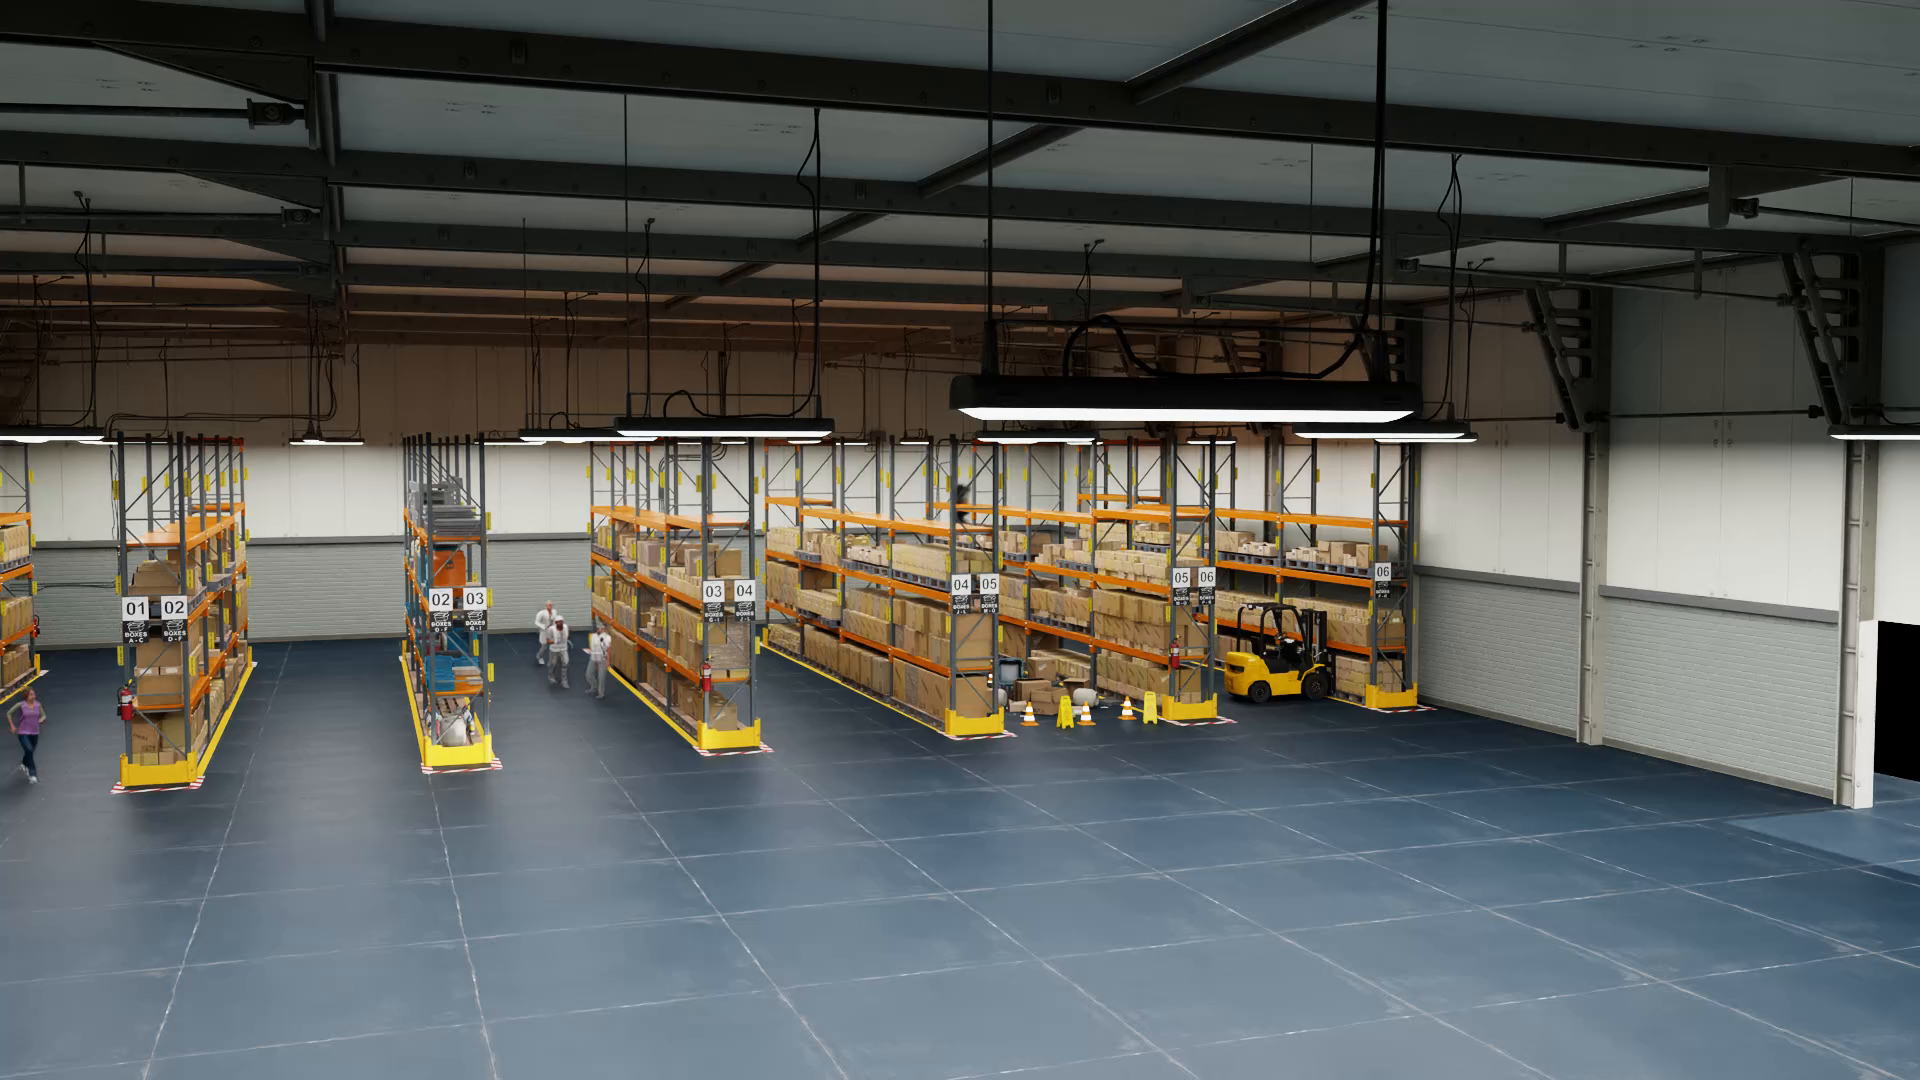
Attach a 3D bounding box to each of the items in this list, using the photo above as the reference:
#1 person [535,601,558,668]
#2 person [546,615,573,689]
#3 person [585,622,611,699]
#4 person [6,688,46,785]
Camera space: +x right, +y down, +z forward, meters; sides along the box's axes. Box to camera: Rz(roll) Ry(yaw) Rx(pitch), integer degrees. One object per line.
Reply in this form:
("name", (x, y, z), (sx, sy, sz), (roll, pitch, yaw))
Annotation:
("person", (-10.825, 2.448, 43.486), (0.699, 1.740, 0.930), (-2, 4, -36))
("person", (-9.572, 2.651, 39.709), (0.704, 1.750, 1.000), (-2, 4, -28))
("person", (-8.276, 2.756, 38.055), (0.672, 1.784, 0.527), (1, 3, 13))
("person", (-15.991, 3.339, 28.494), (0.869, 1.621, 0.571), (3, 4, 39))
